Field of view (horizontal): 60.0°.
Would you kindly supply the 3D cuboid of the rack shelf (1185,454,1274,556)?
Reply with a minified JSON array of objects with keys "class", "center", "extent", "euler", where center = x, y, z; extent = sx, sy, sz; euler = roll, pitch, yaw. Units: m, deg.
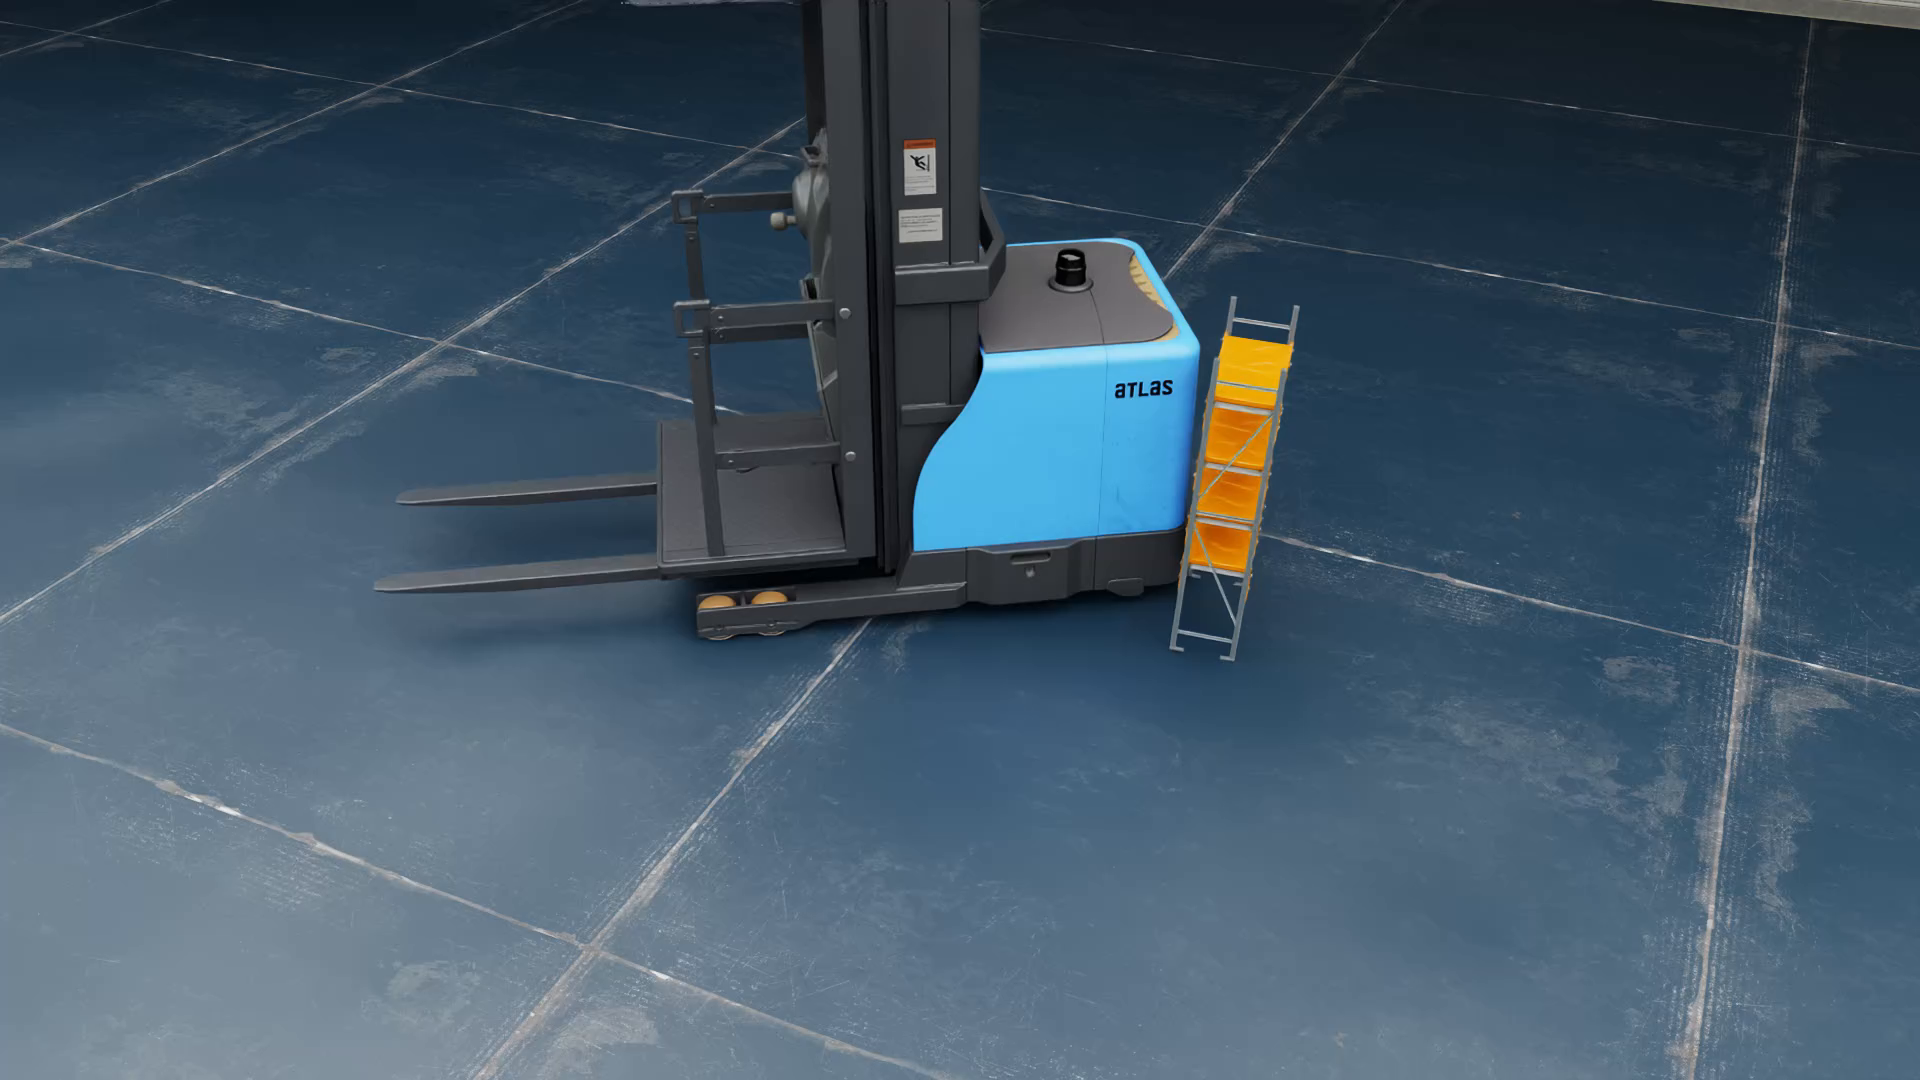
[{"class":"rack shelf","center":[0.974,-0.152,5.997],"extent":[0.258,0.148,0.480],"euler":[10,35,10]}]

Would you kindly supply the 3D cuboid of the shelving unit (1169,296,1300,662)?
[{"class":"shelving unit","center":[0.978,-0.207,5.960],"extent":[0.258,1.200,0.503],"euler":[10,35,10]}]

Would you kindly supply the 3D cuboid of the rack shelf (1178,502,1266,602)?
[{"class":"rack shelf","center":[0.964,0.013,6.108],"extent":[0.258,0.148,0.480],"euler":[10,35,10]}]

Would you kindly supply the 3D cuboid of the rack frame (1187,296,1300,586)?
[{"class":"rack frame","center":[1.038,-0.337,6.157],"extent":[0.240,1.200,0.015],"euler":[10,35,10]}]

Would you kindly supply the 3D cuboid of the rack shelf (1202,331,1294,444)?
[{"class":"rack shelf","center":[0.998,-0.533,5.740],"extent":[0.258,0.148,0.480],"euler":[10,35,10]}]

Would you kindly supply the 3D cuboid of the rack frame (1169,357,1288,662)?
[{"class":"rack frame","center":[0.918,-0.078,5.762],"extent":[0.240,1.200,0.015],"euler":[10,35,10]}]

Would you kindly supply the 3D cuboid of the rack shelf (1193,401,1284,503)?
[{"class":"rack shelf","center":[0.986,-0.337,5.872],"extent":[0.258,0.148,0.480],"euler":[10,35,10]}]

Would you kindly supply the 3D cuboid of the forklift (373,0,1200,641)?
[{"class":"forklift","center":[-0.694,-1.163,5.851],"extent":[3.031,2.935,1.130],"euler":[-5,34,-7]}]
